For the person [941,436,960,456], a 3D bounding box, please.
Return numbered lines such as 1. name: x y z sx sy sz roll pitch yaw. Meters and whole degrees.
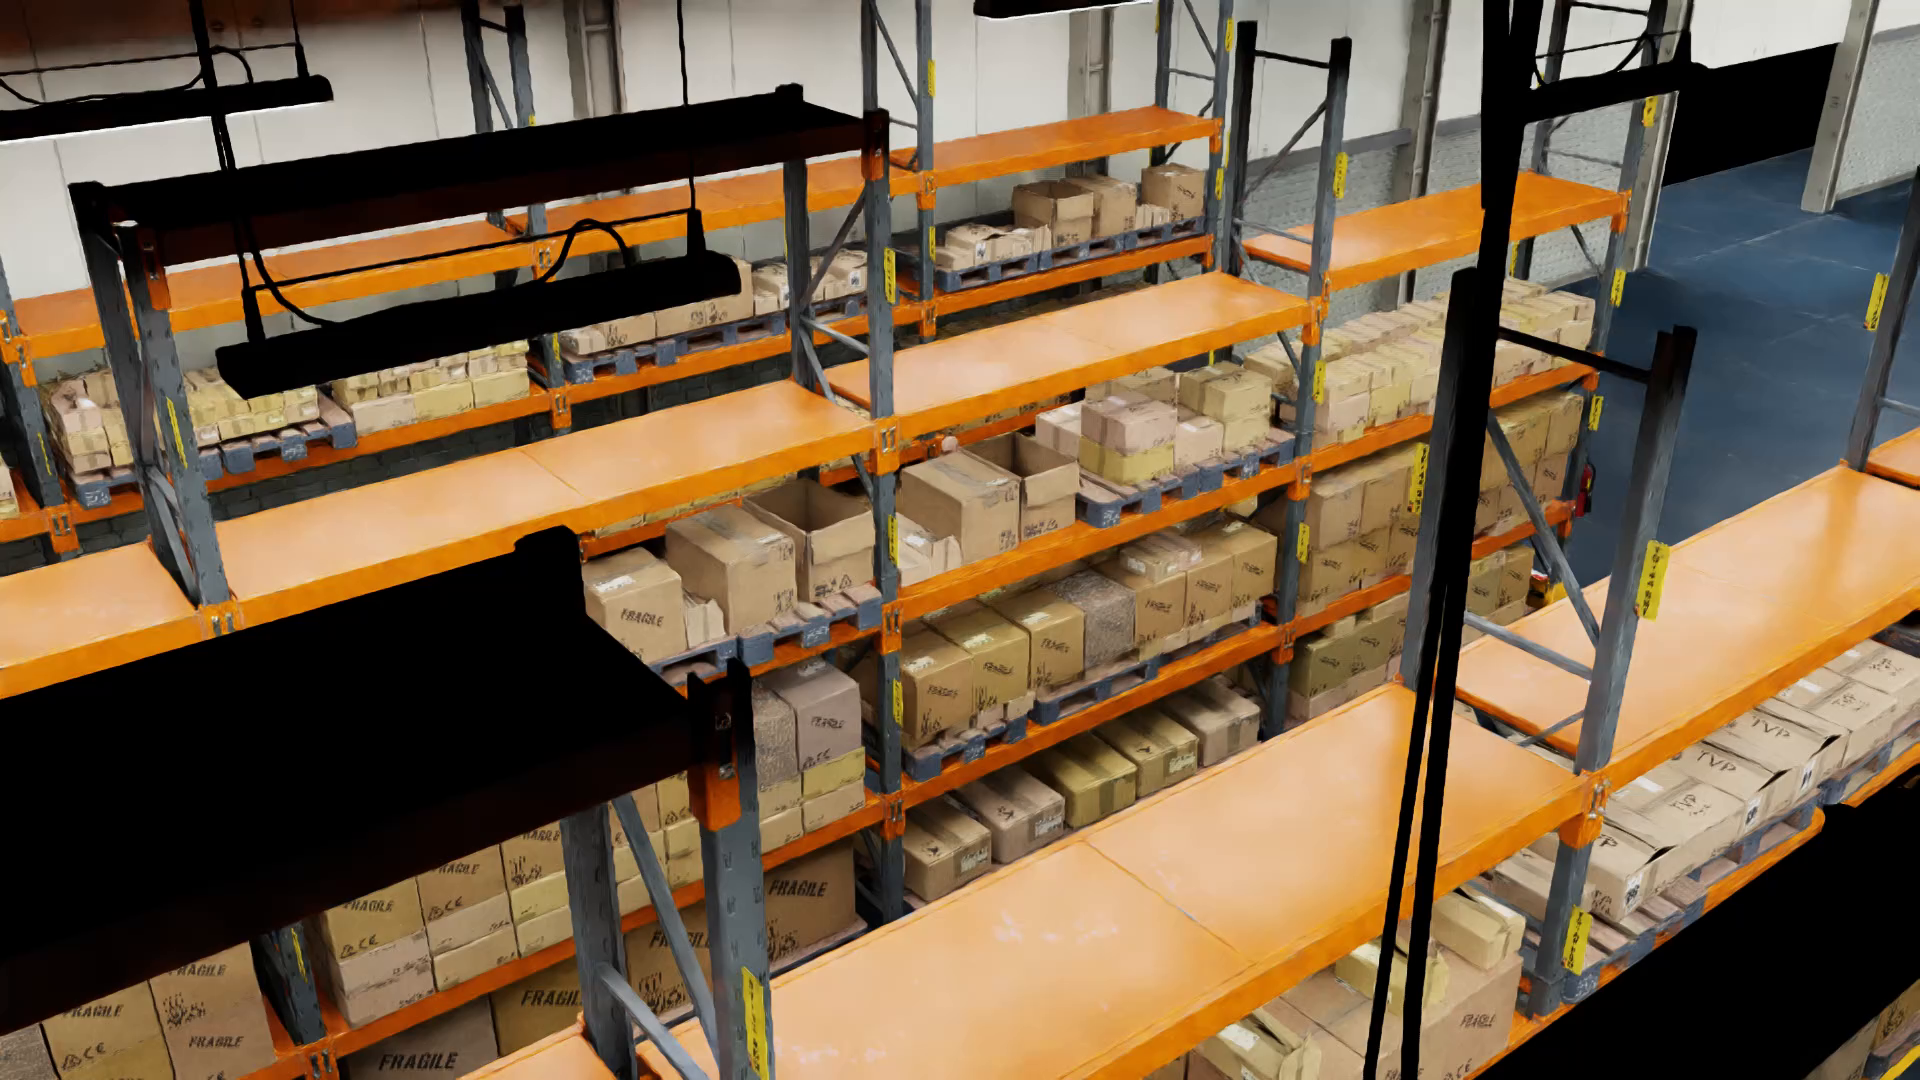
1. person: -0.080 -0.106 16.491 0.683 1.578 0.641 -5 27 -11
